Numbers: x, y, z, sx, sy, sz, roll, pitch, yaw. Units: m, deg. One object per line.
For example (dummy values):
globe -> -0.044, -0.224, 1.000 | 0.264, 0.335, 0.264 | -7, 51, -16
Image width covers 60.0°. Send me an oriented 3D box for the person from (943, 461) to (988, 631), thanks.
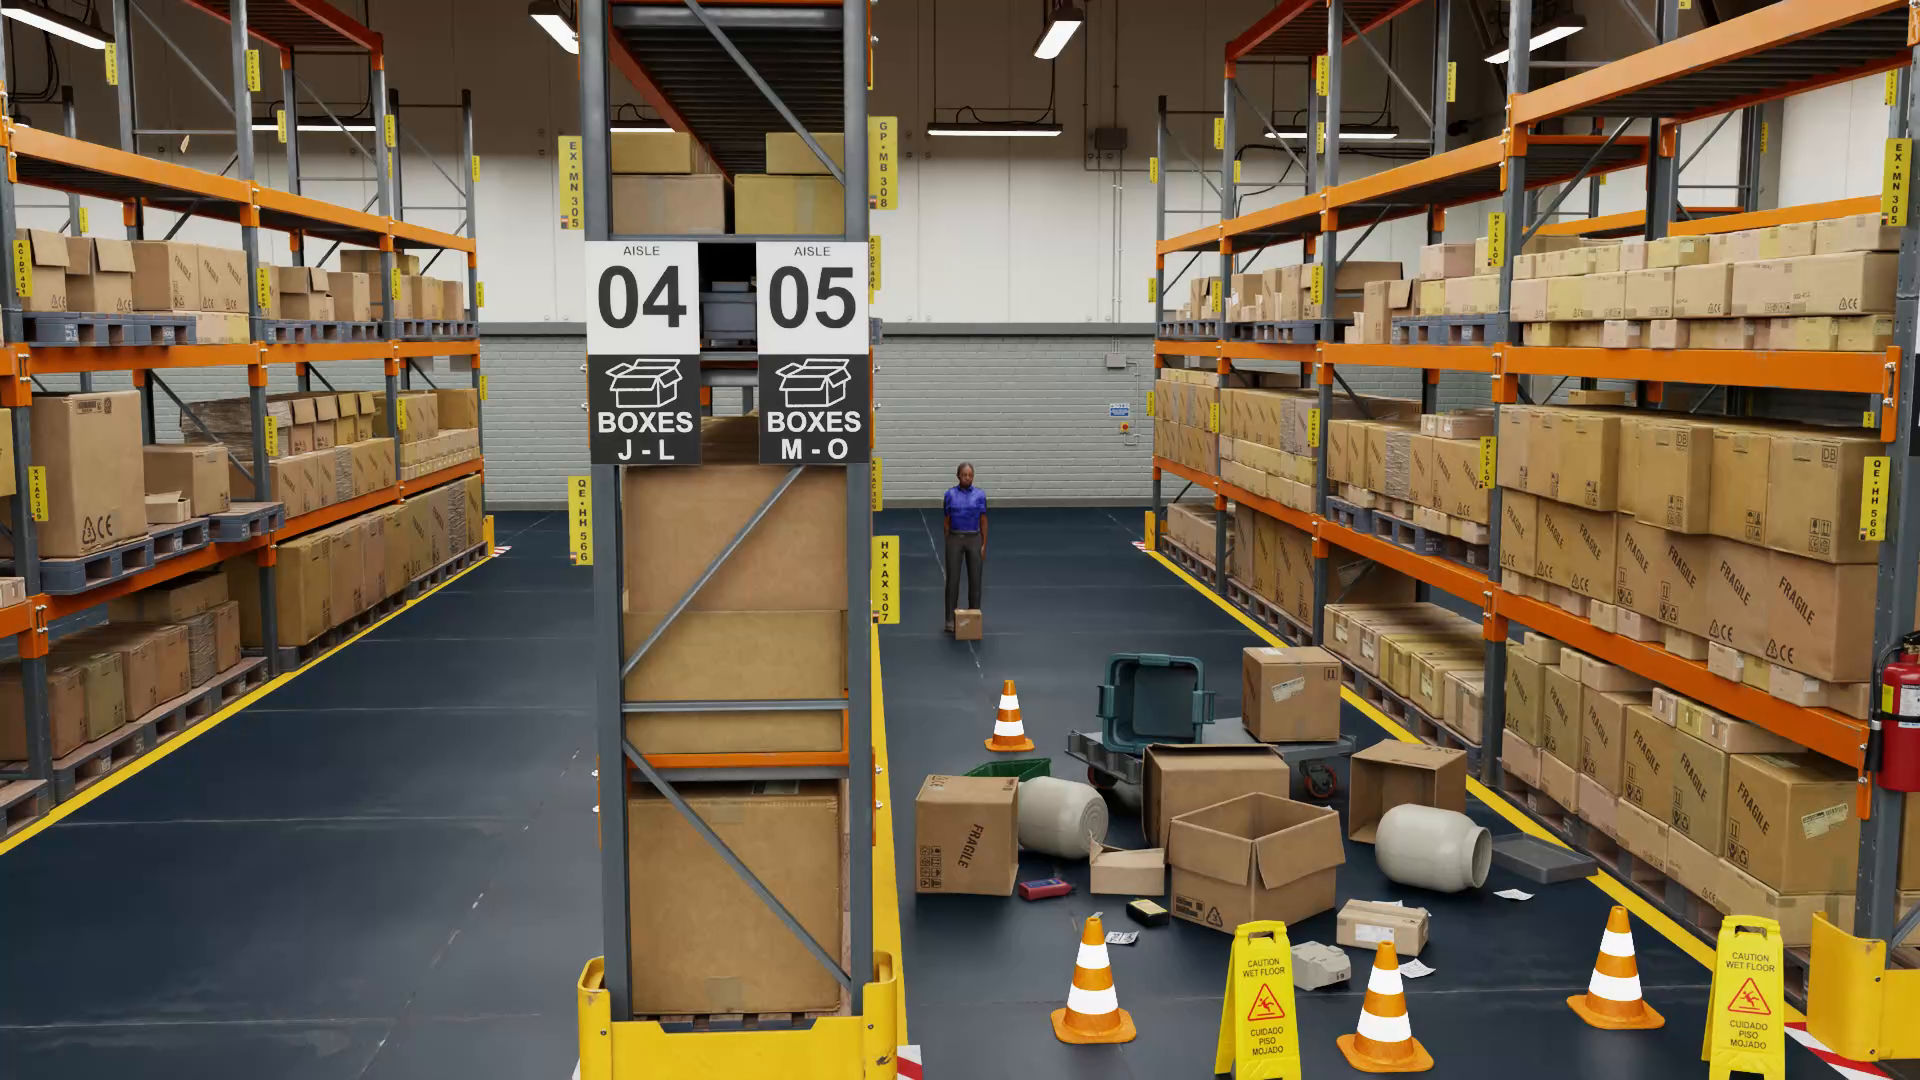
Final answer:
person -> 0.056, 0.057, 16.330 | 0.437, 1.659, 0.303 | 0, 7, -2
